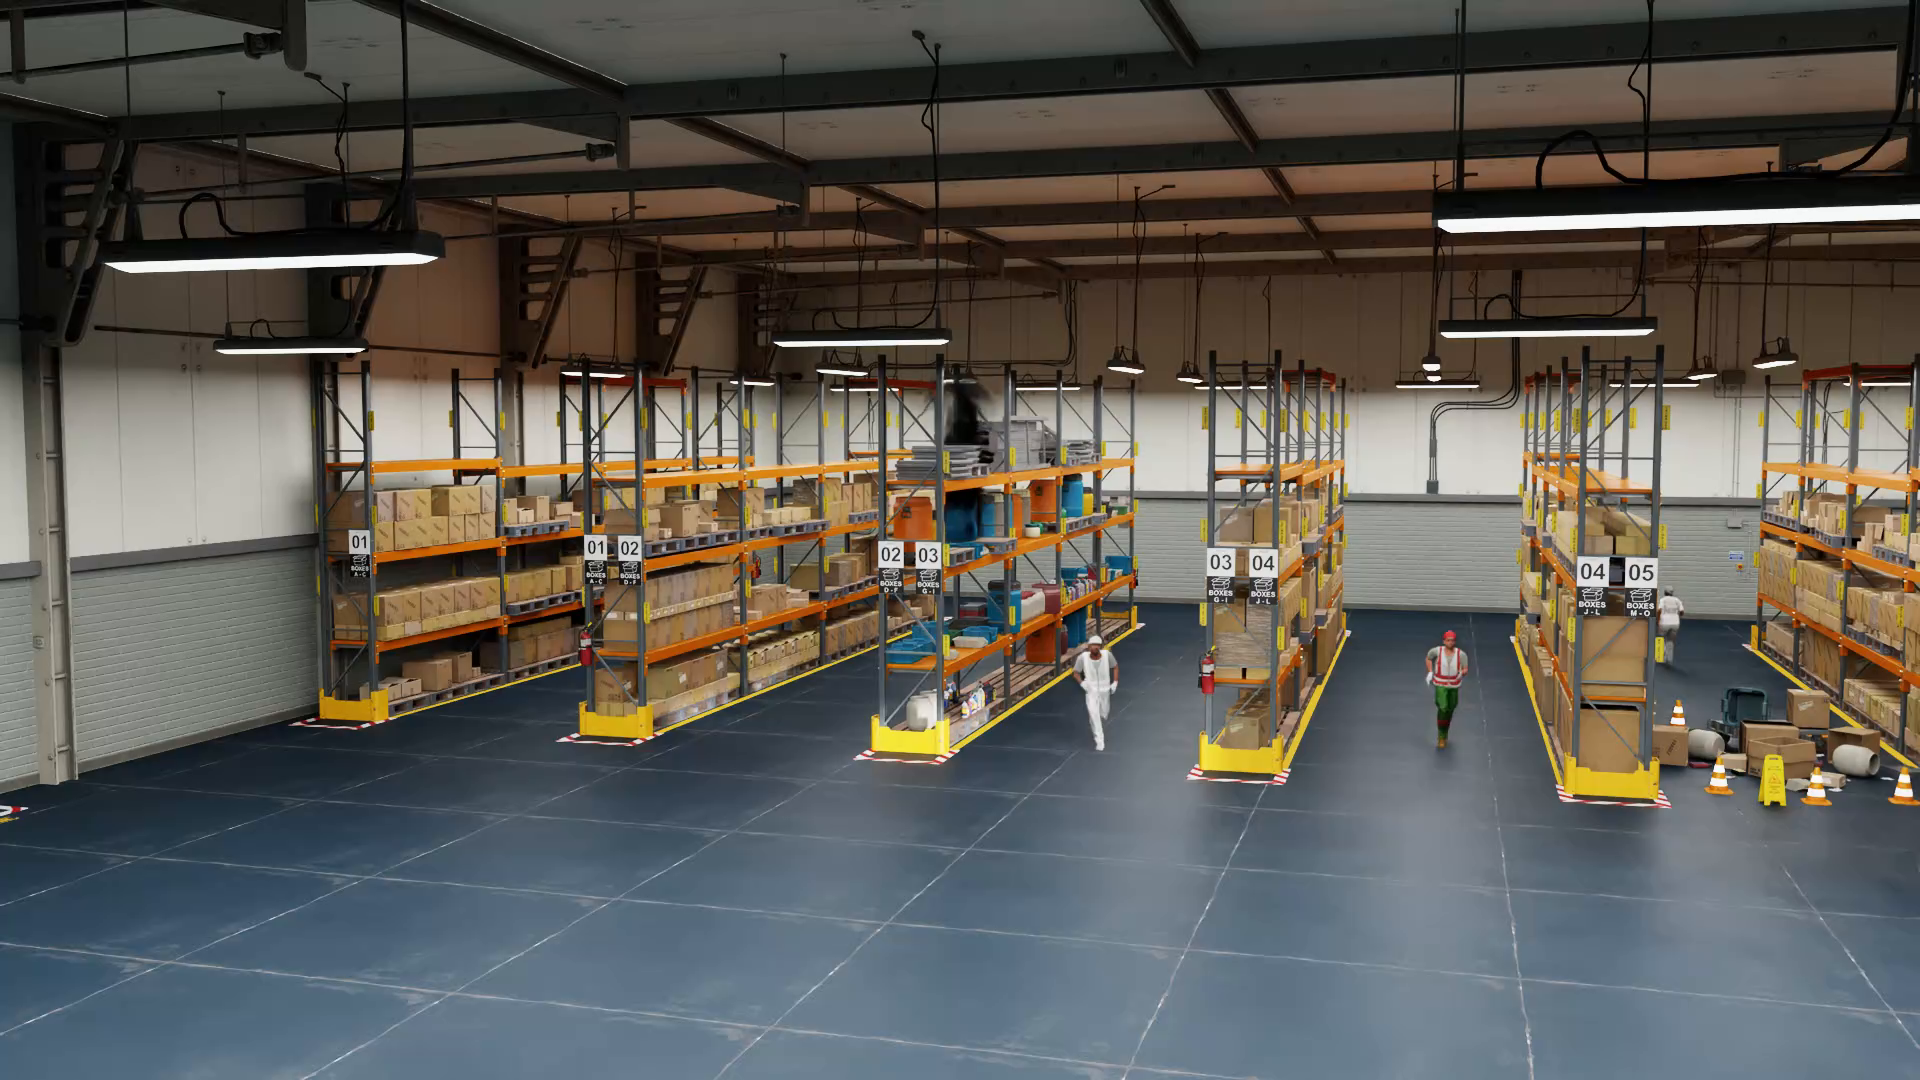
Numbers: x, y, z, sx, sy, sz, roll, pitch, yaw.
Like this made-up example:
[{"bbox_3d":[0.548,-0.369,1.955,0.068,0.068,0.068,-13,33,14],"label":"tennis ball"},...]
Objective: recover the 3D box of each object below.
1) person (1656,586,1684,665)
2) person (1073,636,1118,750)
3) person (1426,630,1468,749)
[{"bbox_3d":[14.548,1.747,34.206,0.606,1.629,0.518,0,4,1],"label":"person"},{"bbox_3d":[2.084,2.324,25.675,0.696,1.747,0.763,0,4,-5],"label":"person"},{"bbox_3d":[7.531,2.288,25.714,0.586,1.818,0.900,0,4,2],"label":"person"}]
